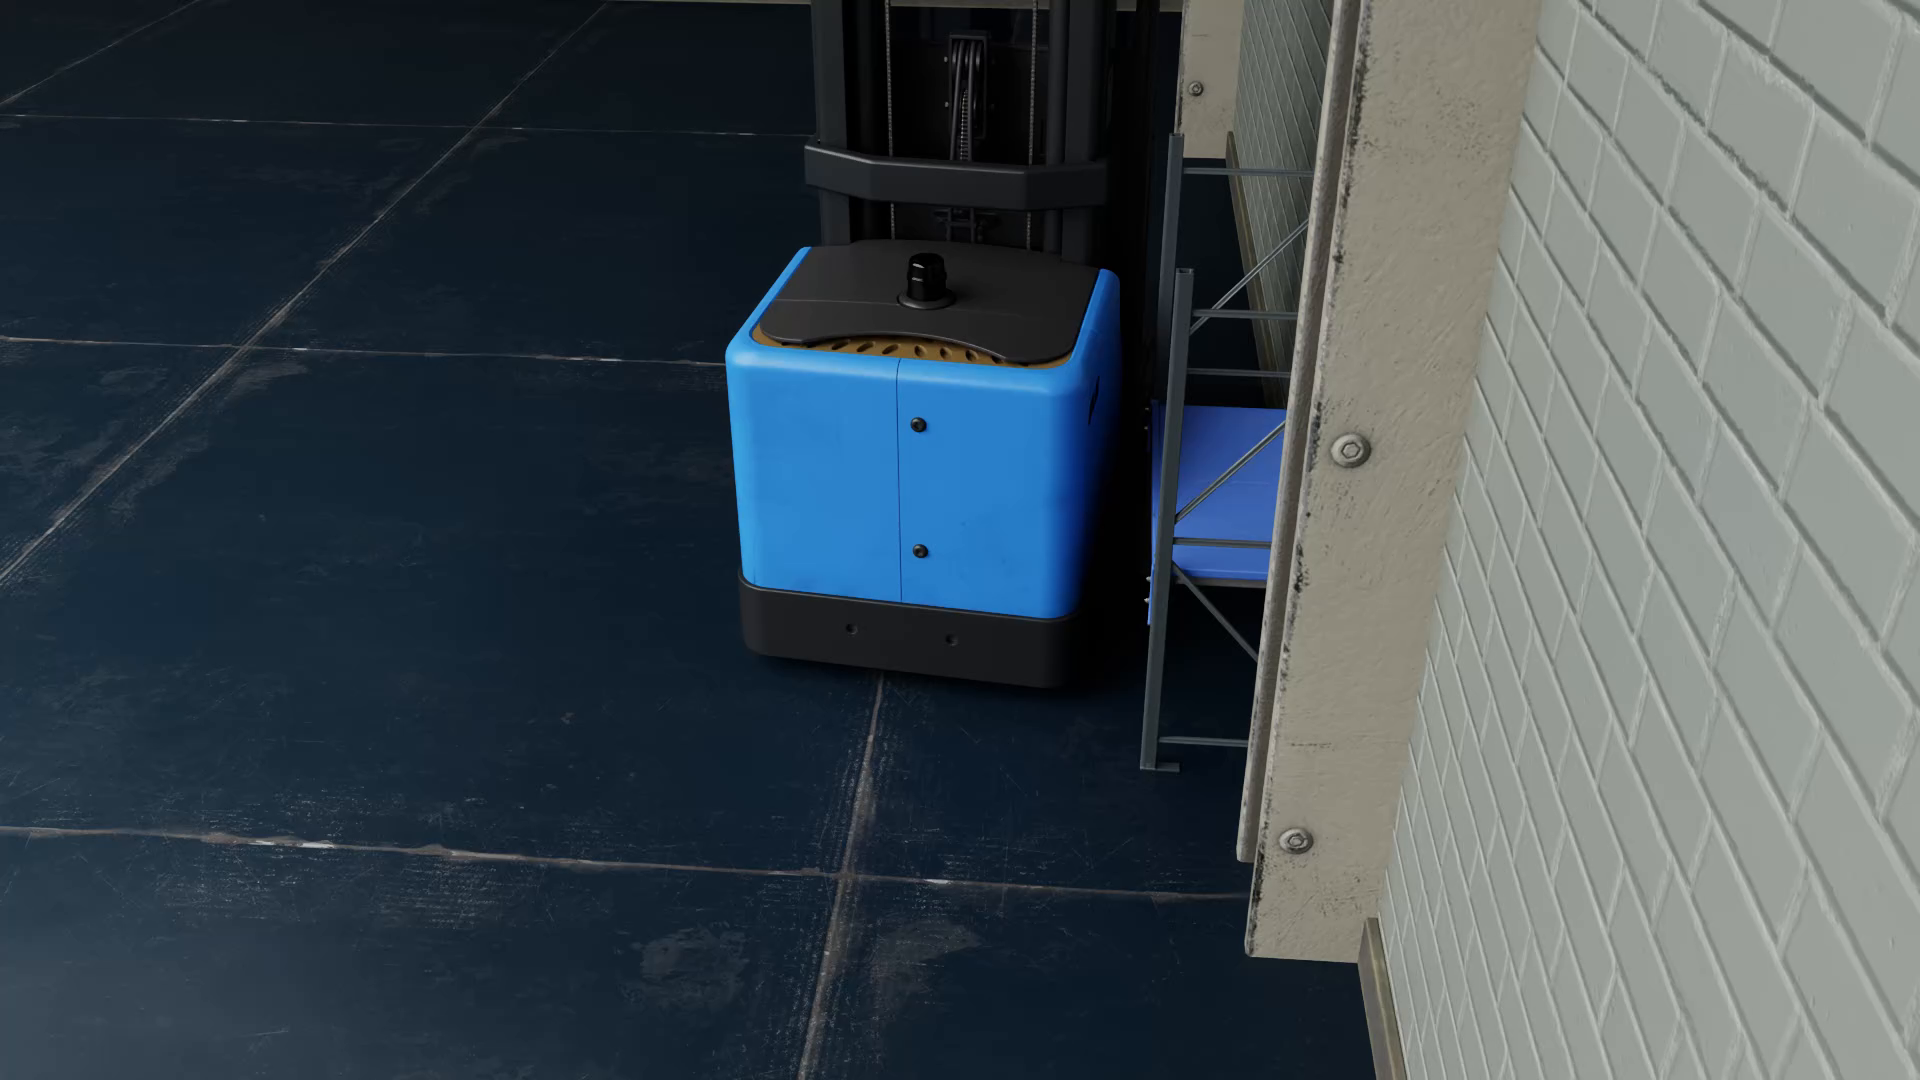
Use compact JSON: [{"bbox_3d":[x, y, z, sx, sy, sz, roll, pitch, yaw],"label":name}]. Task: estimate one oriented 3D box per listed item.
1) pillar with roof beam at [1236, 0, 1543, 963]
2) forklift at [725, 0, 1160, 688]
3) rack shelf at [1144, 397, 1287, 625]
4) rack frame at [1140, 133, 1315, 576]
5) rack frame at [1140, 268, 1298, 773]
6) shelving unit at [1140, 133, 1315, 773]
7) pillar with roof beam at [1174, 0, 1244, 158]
[{"bbox_3d":[-3.417,-3.089,2.185,9.100,9.000,0.400,2,32,4],"label":"pillar with roof beam"},{"bbox_3d":[0.122,-1.571,5.506,1.130,2.935,3.031,6,32,10],"label":"forklift"},{"bbox_3d":[0.805,-0.097,4.821,0.538,0.185,1.000,3,32,4],"label":"rack shelf"},{"bbox_3d":[0.852,-0.516,5.157,0.500,1.500,0.032,3,32,4],"label":"rack frame"},{"bbox_3d":[0.759,0.016,4.295,0.500,1.500,0.032,3,32,4],"label":"rack frame"},{"bbox_3d":[0.805,-0.250,4.726,0.538,1.500,1.048,3,32,4],"label":"shelving unit"},{"bbox_3d":[-2.929,-6.226,7.276,9.100,9.000,0.400,2,32,4],"label":"pillar with roof beam"}]
